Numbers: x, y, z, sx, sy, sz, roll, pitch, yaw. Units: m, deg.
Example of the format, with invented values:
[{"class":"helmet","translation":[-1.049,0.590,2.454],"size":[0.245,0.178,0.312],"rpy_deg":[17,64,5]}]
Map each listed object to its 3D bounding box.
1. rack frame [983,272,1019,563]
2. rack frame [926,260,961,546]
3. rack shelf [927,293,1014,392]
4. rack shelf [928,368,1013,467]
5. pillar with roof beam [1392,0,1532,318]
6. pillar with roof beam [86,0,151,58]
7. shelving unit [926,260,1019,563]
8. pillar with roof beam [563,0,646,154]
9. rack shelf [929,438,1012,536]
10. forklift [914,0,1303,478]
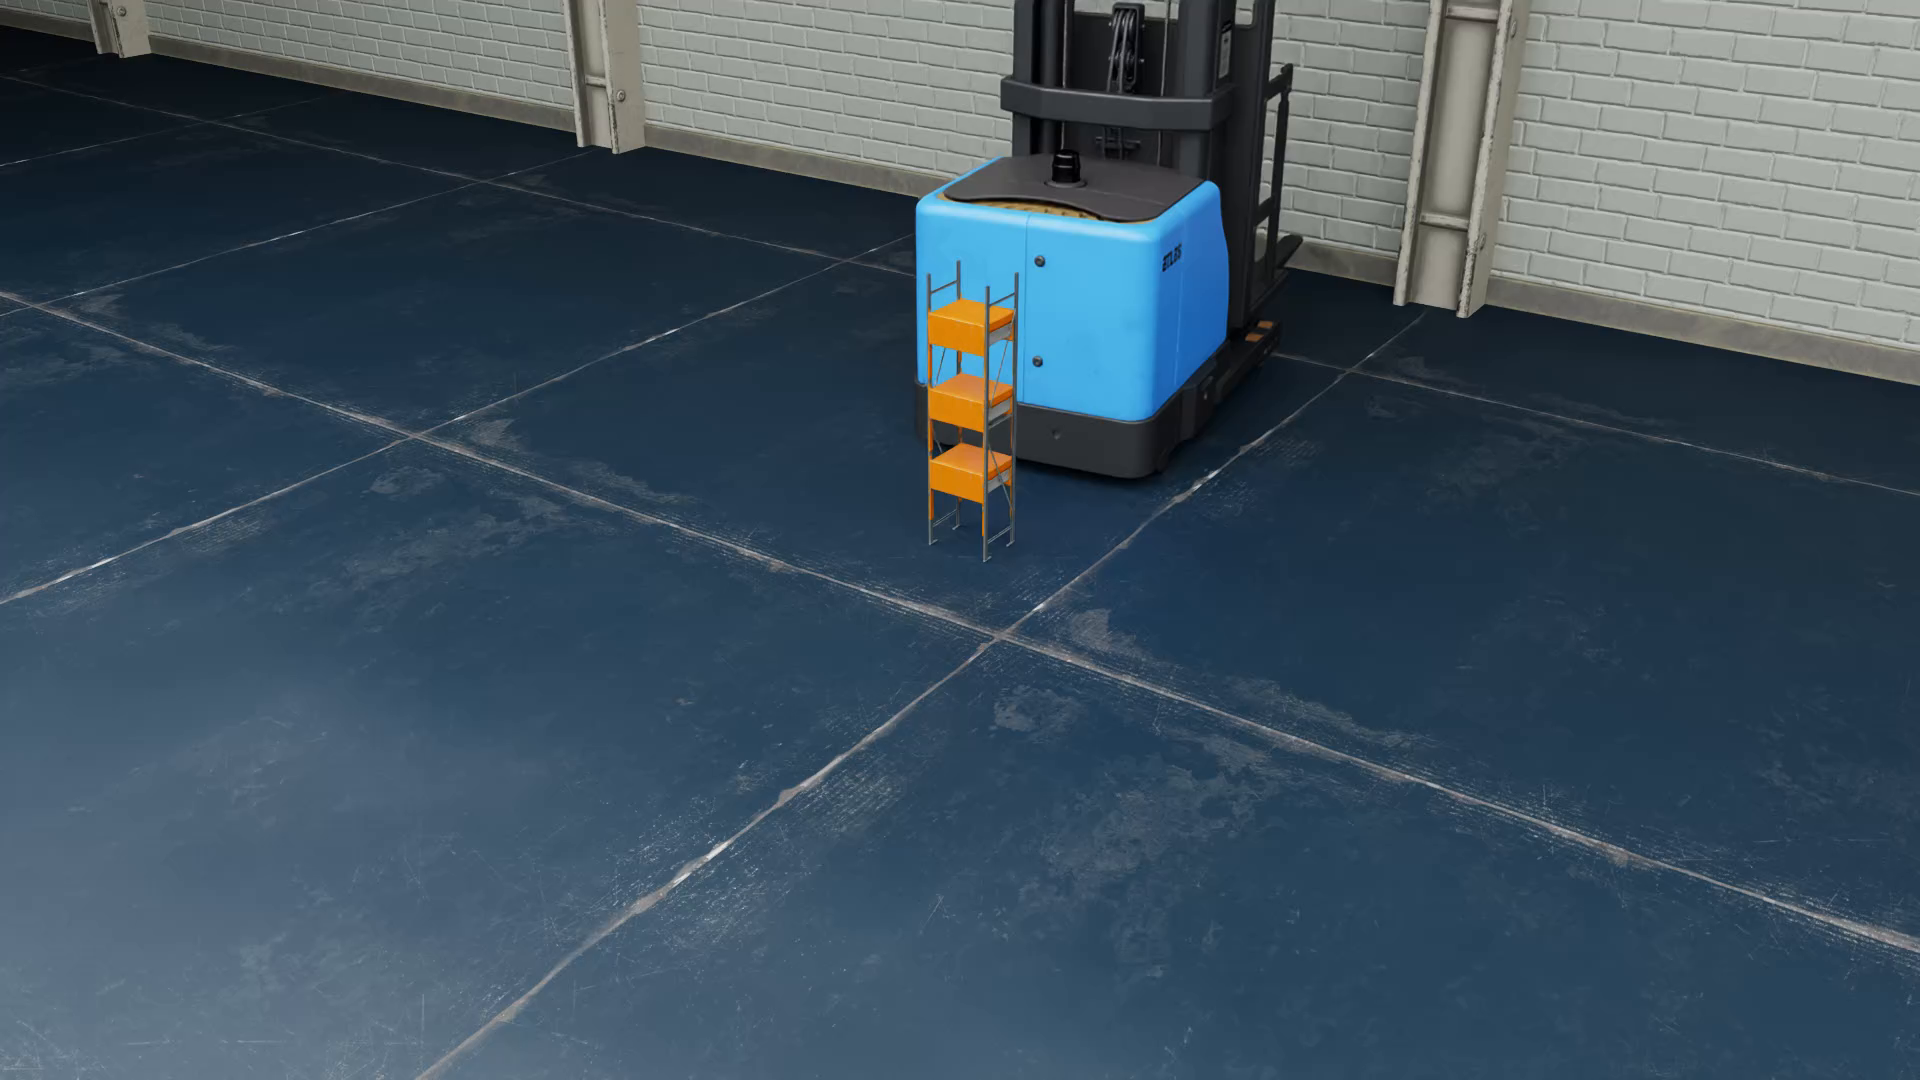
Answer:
[{"class":"rack frame","translation":[0.145,-0.423,5.923],"size":[0.008,1.050,0.200],"rpy_deg":[17,32,30]},{"class":"rack frame","translation":[-0.056,-0.485,6.046],"size":[0.008,1.050,0.200],"rpy_deg":[17,32,30]},{"class":"rack shelf","translation":[0.044,-0.698,5.861],"size":[0.240,0.259,0.215],"rpy_deg":[17,32,30]},{"class":"rack shelf","translation":[0.044,-0.445,5.990],"size":[0.240,0.259,0.215],"rpy_deg":[17,32,30]},{"class":"pillar with roof beam","translation":[0.065,-3.638,3.477],"size":[0.400,9.000,9.100],"rpy_deg":[17,32,30]},{"class":"pillar with roof beam","translation":[-9.826,-6.720,9.532],"size":[0.400,9.000,9.100],"rpy_deg":[17,32,30]},{"class":"shelving unit","translation":[0.044,-0.454,5.985],"size":[0.252,1.050,0.215],"rpy_deg":[17,32,30]},{"class":"pillar with roof beam","translation":[-4.881,-5.179,6.505],"size":[0.400,9.000,9.100],"rpy_deg":[17,32,30]},{"class":"rack shelf","translation":[0.044,-0.197,6.116],"size":[0.240,0.259,0.215],"rpy_deg":[17,32,30]},{"class":"forklift","translation":[0.897,-2.191,7.324],"size":[1.130,2.935,3.031],"rpy_deg":[12,29,22]}]
